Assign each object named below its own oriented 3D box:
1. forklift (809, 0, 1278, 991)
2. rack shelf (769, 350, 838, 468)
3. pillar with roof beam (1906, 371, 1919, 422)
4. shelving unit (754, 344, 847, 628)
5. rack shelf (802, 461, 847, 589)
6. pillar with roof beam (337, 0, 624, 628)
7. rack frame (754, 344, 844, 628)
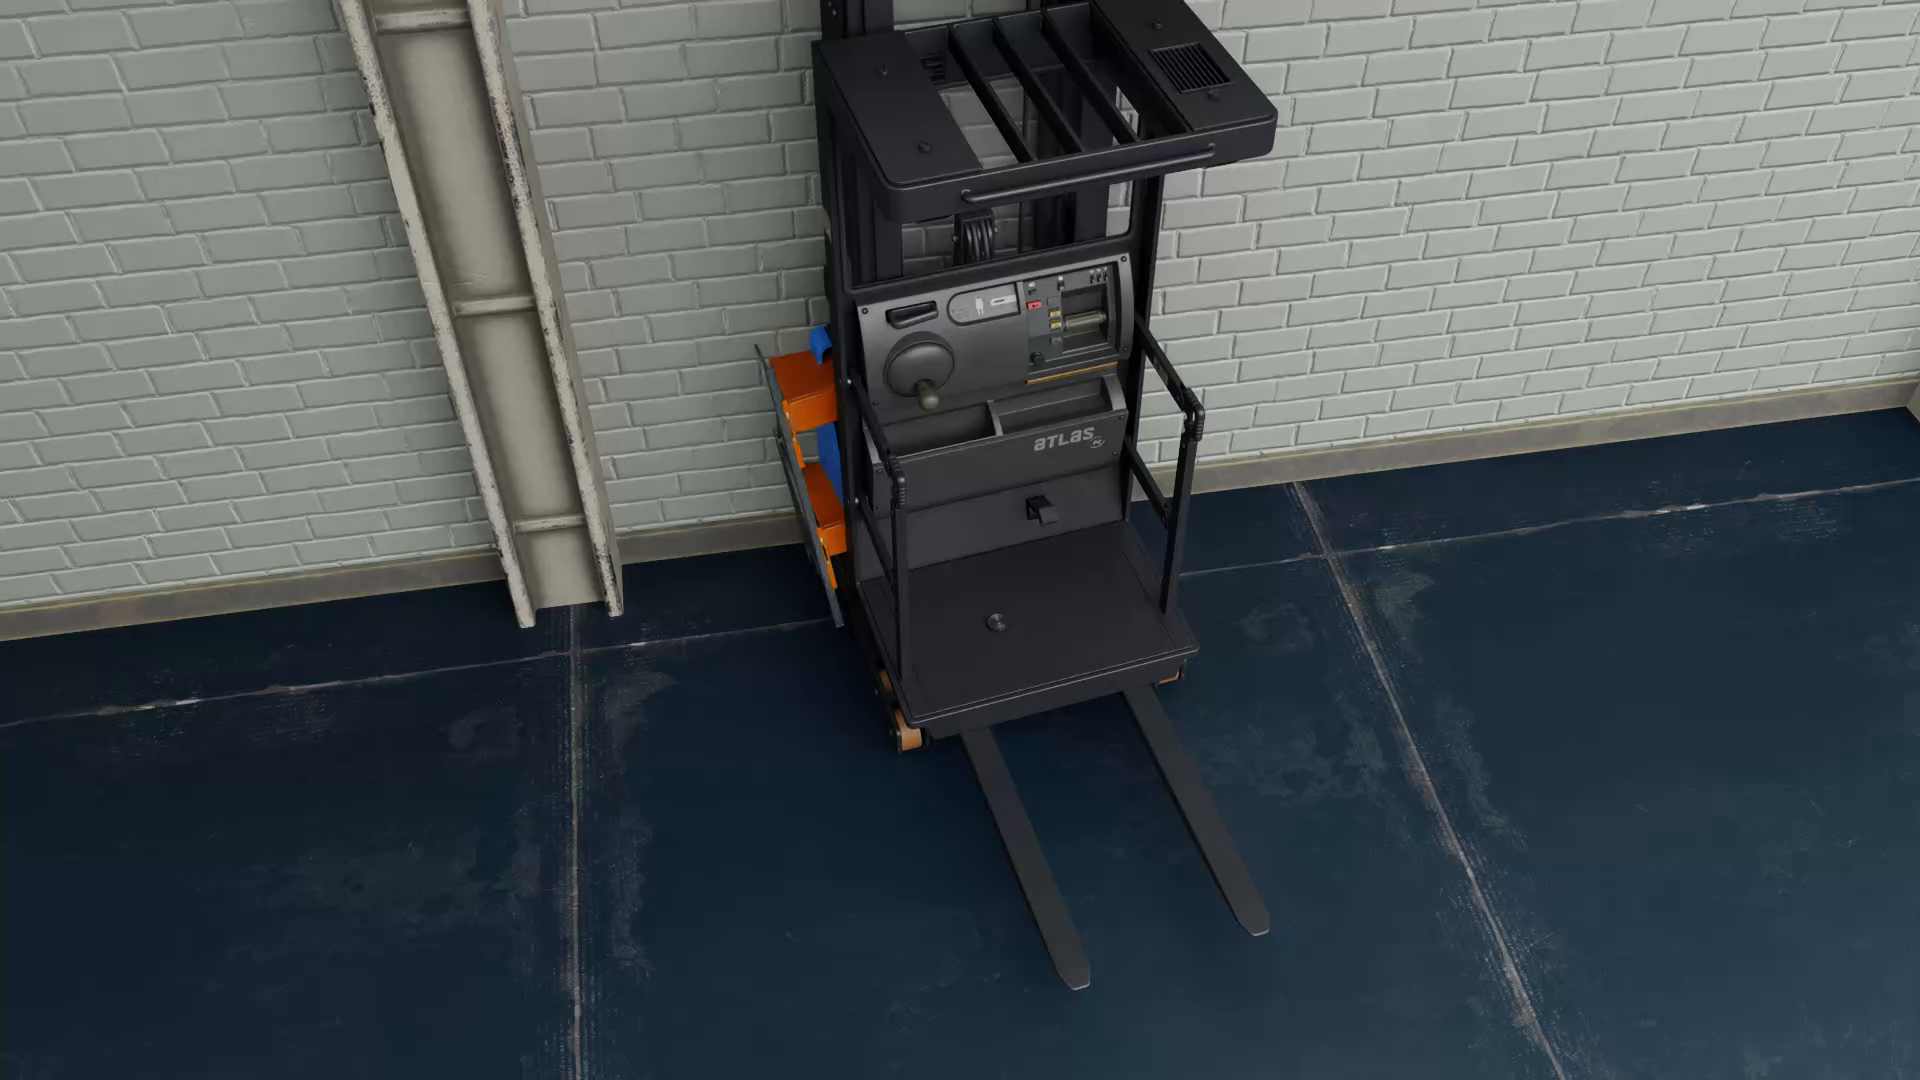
[{"bbox_3d":[0.193,-0.589,5.282,1.130,2.935,3.031,-13,48,-12],"label":"forklift"},{"bbox_3d":[-0.194,-0.644,6.104,1.000,0.278,0.538,-18,34,-8],"label":"rack shelf"},{"bbox_3d":[5.114,-0.598,1.077,0.400,9.000,9.100,-7,46,-7],"label":"pillar with roof beam"},{"bbox_3d":[-0.143,-0.406,6.267,1.048,1.125,0.538,-18,34,-8],"label":"shelving unit"},{"bbox_3d":[-0.100,-0.207,6.403,1.000,0.278,0.538,-18,34,-8],"label":"rack shelf"},{"bbox_3d":[-0.798,0.139,0.367,0.400,9.000,9.100,-7,46,-7],"label":"pillar with roof beam"},{"bbox_3d":[-0.622,-0.253,6.194,0.032,1.125,0.500,-18,34,-8],"label":"rack frame"}]
